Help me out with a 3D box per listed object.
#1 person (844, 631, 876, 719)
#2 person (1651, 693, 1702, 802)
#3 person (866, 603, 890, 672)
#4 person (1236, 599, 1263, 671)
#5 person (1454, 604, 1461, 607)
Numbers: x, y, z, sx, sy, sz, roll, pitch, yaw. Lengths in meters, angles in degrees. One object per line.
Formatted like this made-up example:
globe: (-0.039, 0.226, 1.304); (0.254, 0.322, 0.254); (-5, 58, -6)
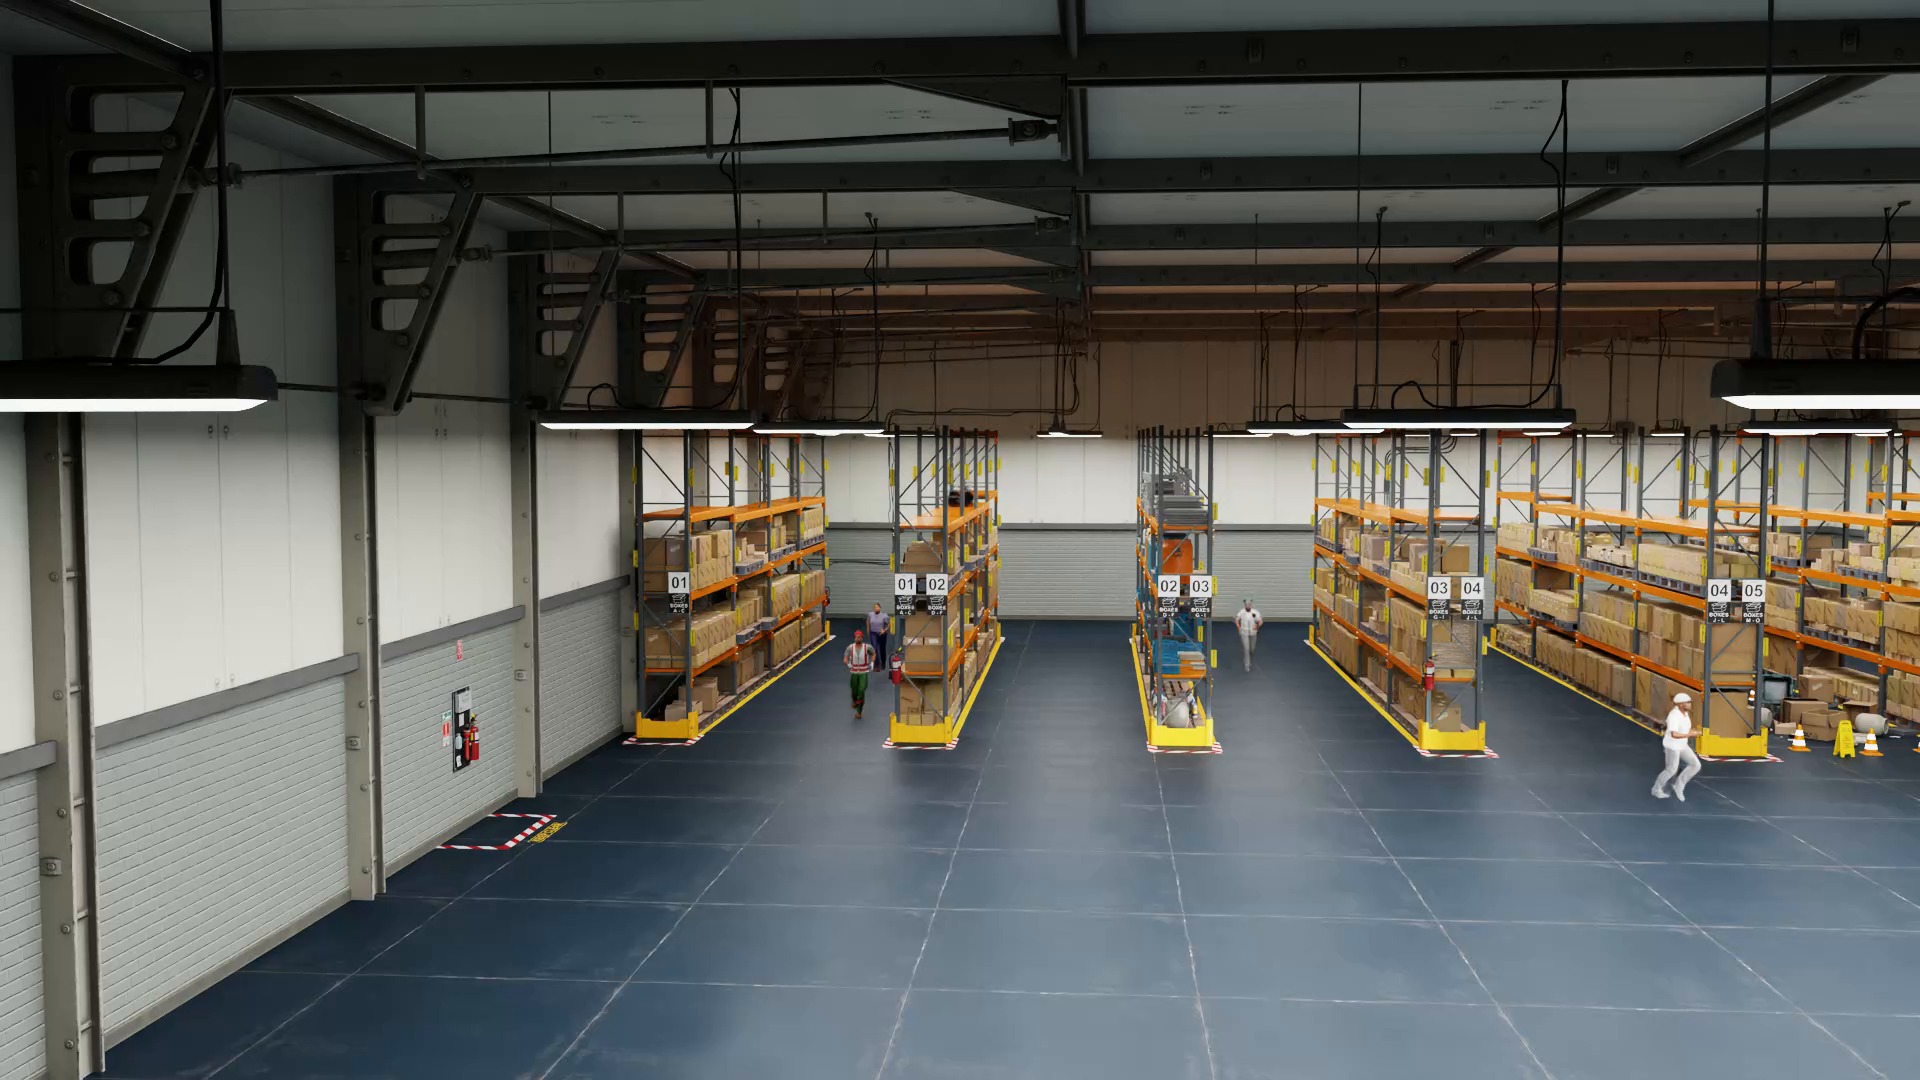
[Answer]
person: (-2.079, 2.764, 34.513); (0.668, 1.785, 0.946); (0, 3, 3)
person: (11.316, 3.262, 26.211); (0.792, 1.732, 0.735); (3, 5, 44)
person: (-1.939, 2.305, 39.484); (0.630, 1.644, 0.847); (0, 3, 7)
person: (7.180, 2.329, 41.295); (0.653, 1.782, 0.890); (0, 3, 5)
person: (13.557, 2.095, 45.844); (0.717, 1.755, 1.014); (2, 4, 24)
